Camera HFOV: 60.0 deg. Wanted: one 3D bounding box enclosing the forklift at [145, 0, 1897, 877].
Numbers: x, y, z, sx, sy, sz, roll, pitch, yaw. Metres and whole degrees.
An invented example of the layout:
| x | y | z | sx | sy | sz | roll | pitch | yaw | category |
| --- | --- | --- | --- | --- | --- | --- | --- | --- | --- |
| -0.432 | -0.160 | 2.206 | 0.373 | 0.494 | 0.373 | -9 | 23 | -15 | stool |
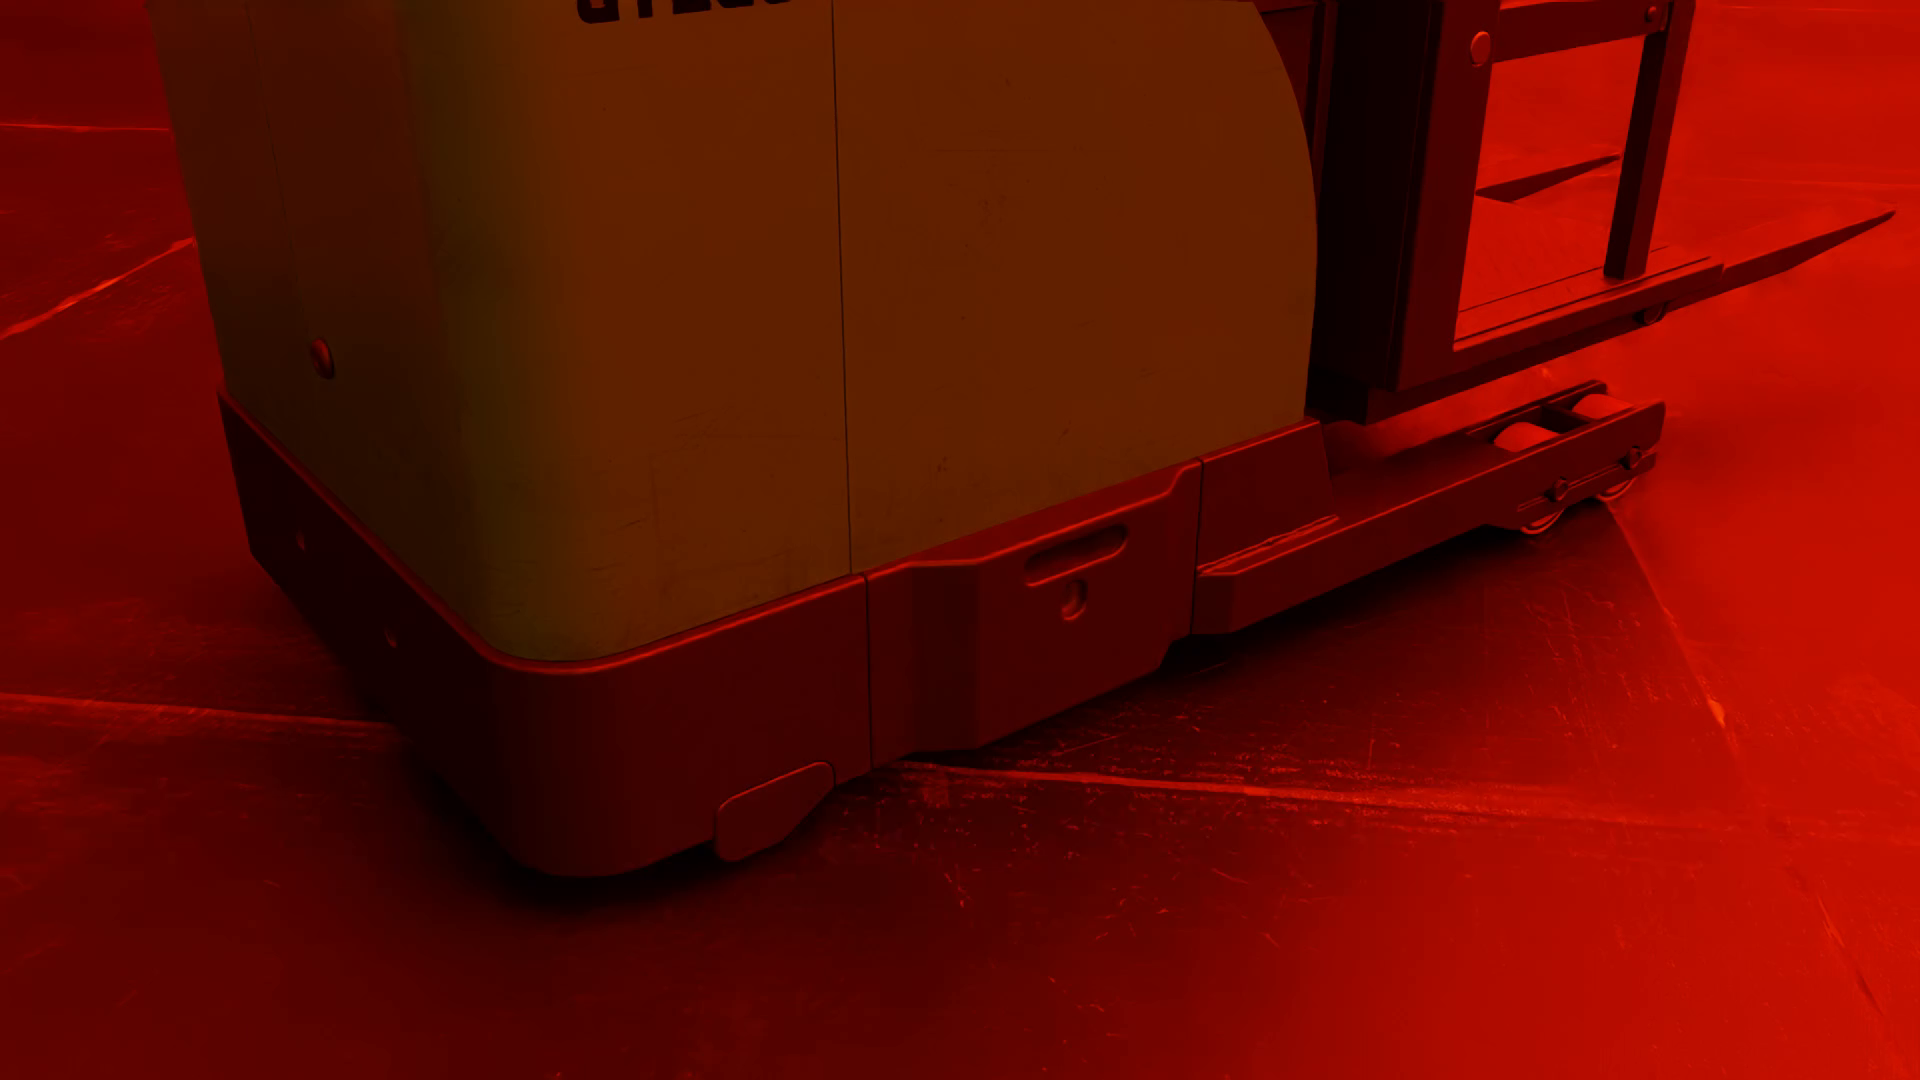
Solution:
| x | y | z | sx | sy | sz | roll | pitch | yaw | category |
| --- | --- | --- | --- | --- | --- | --- | --- | --- | --- |
| 0.482 | -1.488 | 2.199 | 3.031 | 2.935 | 1.130 | -19 | 32 | -33 | forklift |
